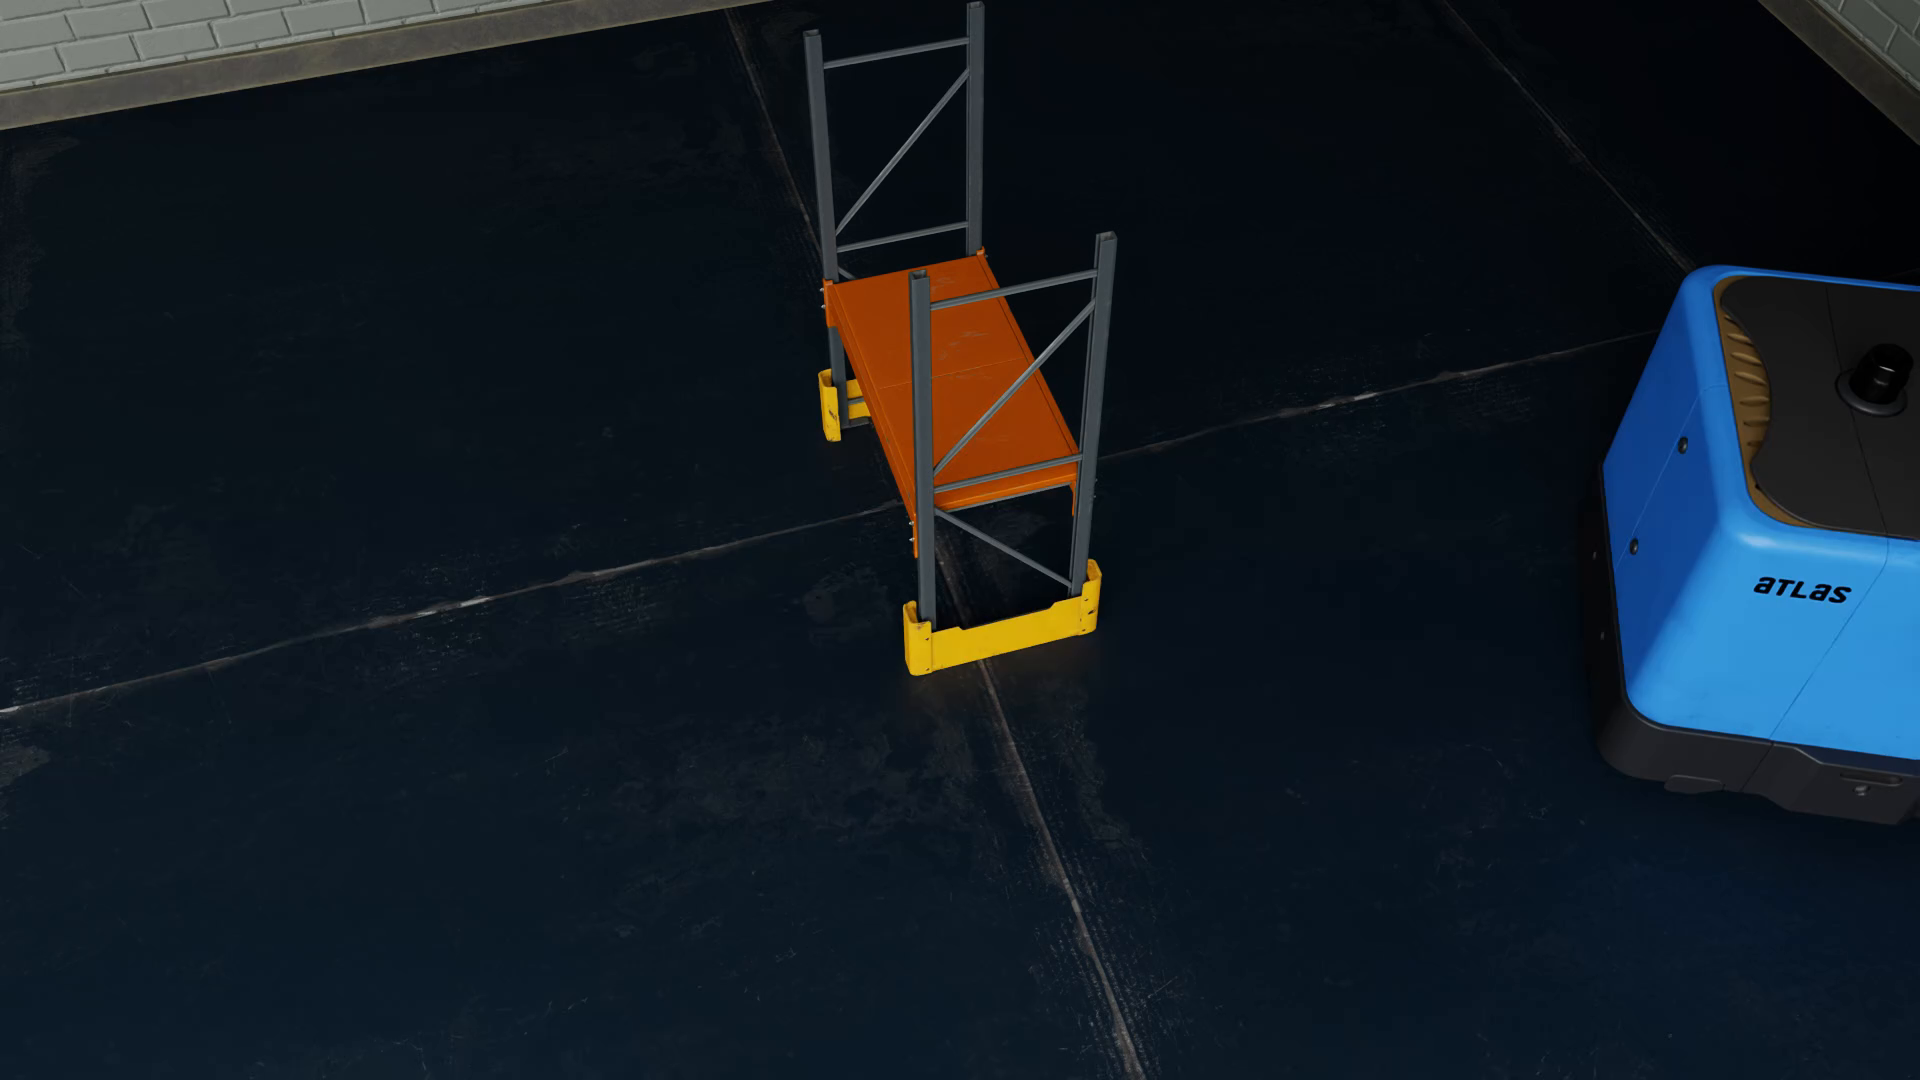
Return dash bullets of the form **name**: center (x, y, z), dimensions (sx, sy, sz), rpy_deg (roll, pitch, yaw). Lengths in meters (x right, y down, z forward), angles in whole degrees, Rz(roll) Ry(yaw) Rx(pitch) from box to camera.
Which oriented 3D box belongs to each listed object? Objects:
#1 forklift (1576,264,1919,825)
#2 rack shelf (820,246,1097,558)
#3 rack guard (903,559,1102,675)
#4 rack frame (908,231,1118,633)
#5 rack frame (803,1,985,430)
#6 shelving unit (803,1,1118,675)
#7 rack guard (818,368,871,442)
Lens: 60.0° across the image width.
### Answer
- **forklift**: center (3.353, -0.453, 3.715), dimensions (3.031, 2.935, 1.130), rpy_deg (7, 50, 6)
- **rack shelf**: center (-0.025, -0.430, 4.867), dimensions (0.538, 0.185, 1.000), rpy_deg (-13, 51, -11)
- **rack guard**: center (0.125, 0.227, 4.895), dimensions (0.587, 0.250, 0.087), rpy_deg (-13, 51, -11)
- **rack frame**: center (0.125, -0.174, 4.416), dimensions (0.500, 1.500, 0.032), rpy_deg (-13, 51, -11)
- **rack frame**: center (-0.176, -0.917, 5.042), dimensions (0.500, 1.500, 0.032), rpy_deg (-13, 51, -11)
- **shelving unit**: center (-0.023, -0.539, 4.724), dimensions (0.587, 1.500, 1.083), rpy_deg (-13, 51, -11)
- **rack guard**: center (-0.170, -0.500, 5.508), dimensions (0.587, 0.250, 0.087), rpy_deg (-13, 51, -11)
